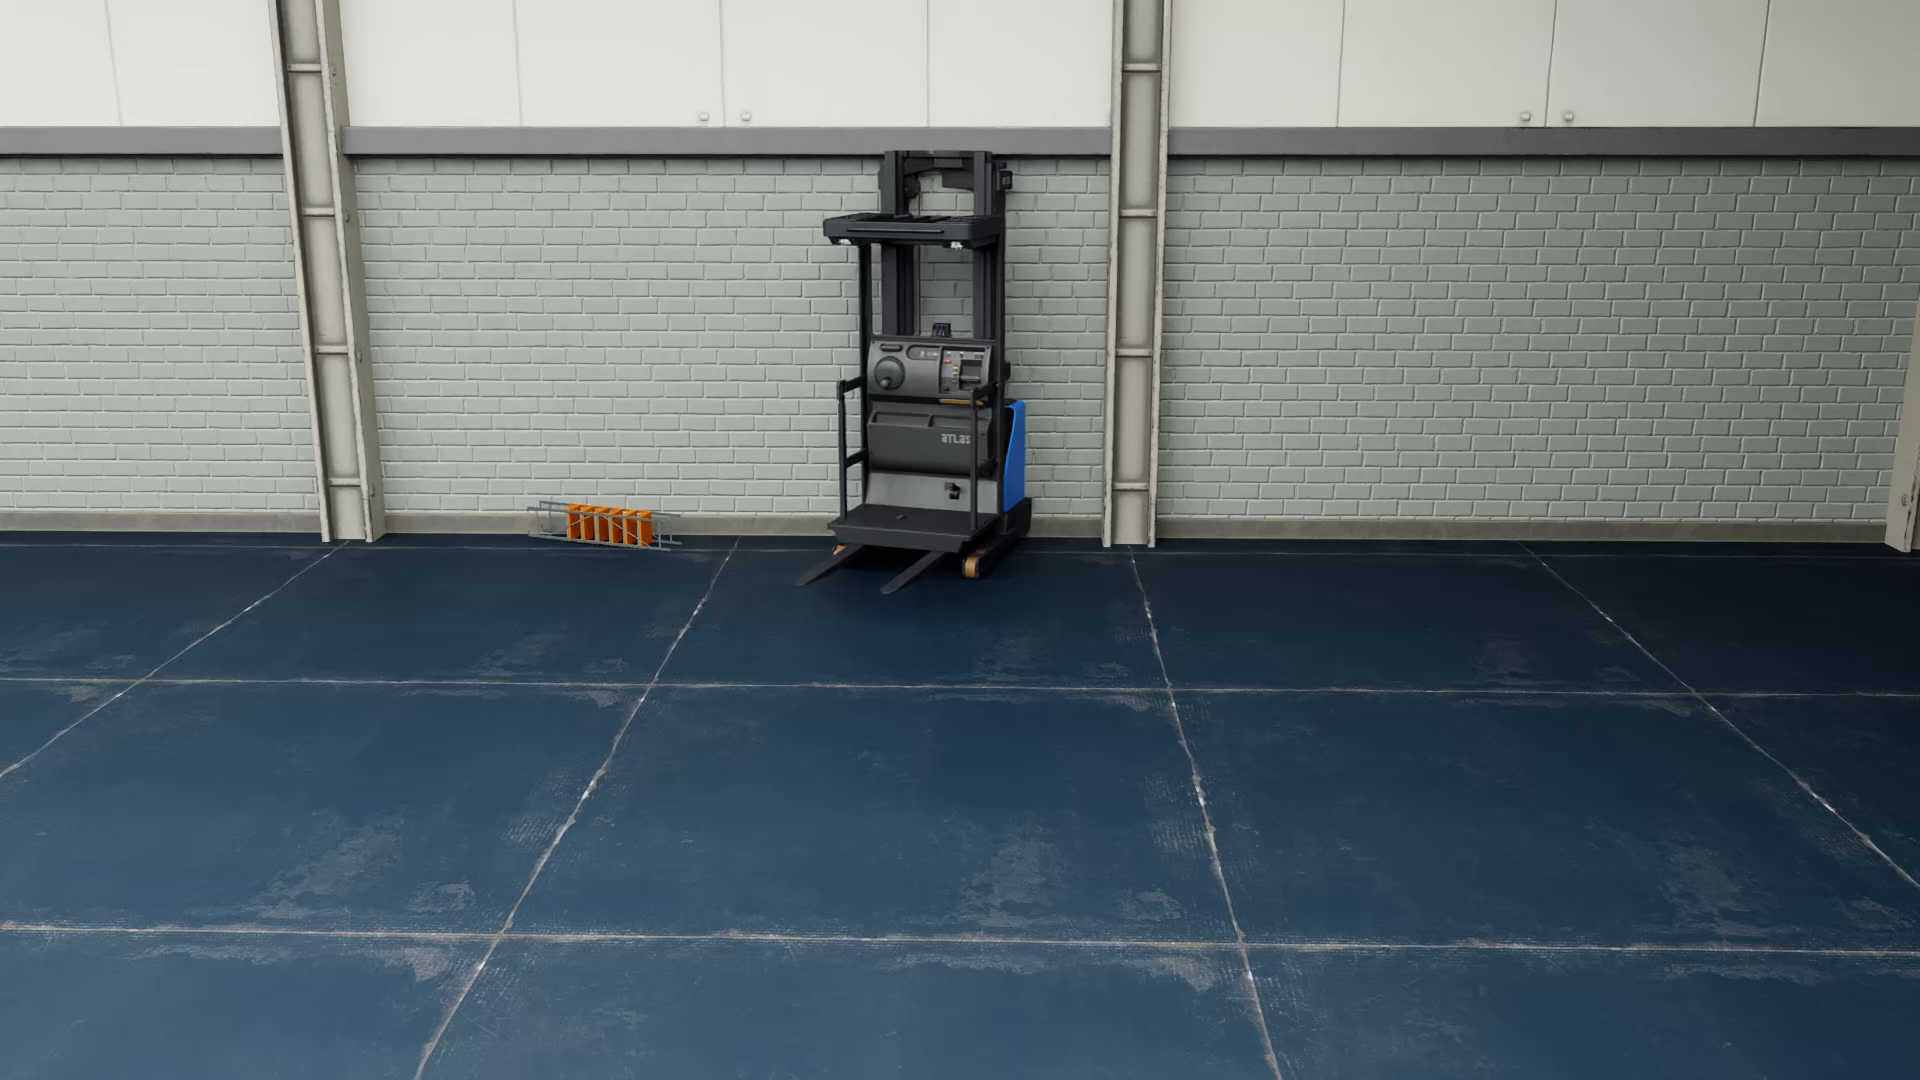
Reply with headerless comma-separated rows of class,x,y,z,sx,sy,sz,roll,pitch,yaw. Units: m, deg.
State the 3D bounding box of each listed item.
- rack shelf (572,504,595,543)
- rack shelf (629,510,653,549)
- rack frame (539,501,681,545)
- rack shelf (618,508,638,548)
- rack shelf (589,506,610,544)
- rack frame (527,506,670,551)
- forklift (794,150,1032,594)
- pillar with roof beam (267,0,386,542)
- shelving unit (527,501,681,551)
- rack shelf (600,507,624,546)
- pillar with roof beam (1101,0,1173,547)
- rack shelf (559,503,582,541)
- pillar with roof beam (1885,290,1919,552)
rack shelf,-2.880,-0.126,12.759,0.103,0.258,0.180,6,17,16
rack shelf,-2.421,-0.081,12.626,0.103,0.258,0.180,6,17,16
rack frame,-2.696,-0.135,12.797,1.200,0.240,0.006,6,17,16
rack shelf,-2.536,-0.092,12.659,0.103,0.258,0.180,6,17,16
rack shelf,-2.765,-0.115,12.726,0.103,0.258,0.180,6,17,16
rack frame,-2.750,-0.086,12.629,1.200,0.240,0.006,6,17,16
forklift,-0.288,-1.253,11.842,1.130,2.935,3.031,5,16,18
pillar with roof beam,-4.816,-3.279,7.627,0.400,9.000,9.100,0,15,1
shelving unit,-2.723,-0.111,12.713,1.200,0.258,0.189,6,17,16
rack shelf,-2.651,-0.104,12.693,0.103,0.258,0.180,6,17,16
pillar with roof beam,1.182,-3.239,7.479,0.400,9.000,9.100,0,15,1
rack shelf,-2.995,-0.138,12.792,0.103,0.258,0.180,6,17,16
pillar with roof beam,7.180,-3.200,7.330,0.400,9.000,9.100,0,15,1
